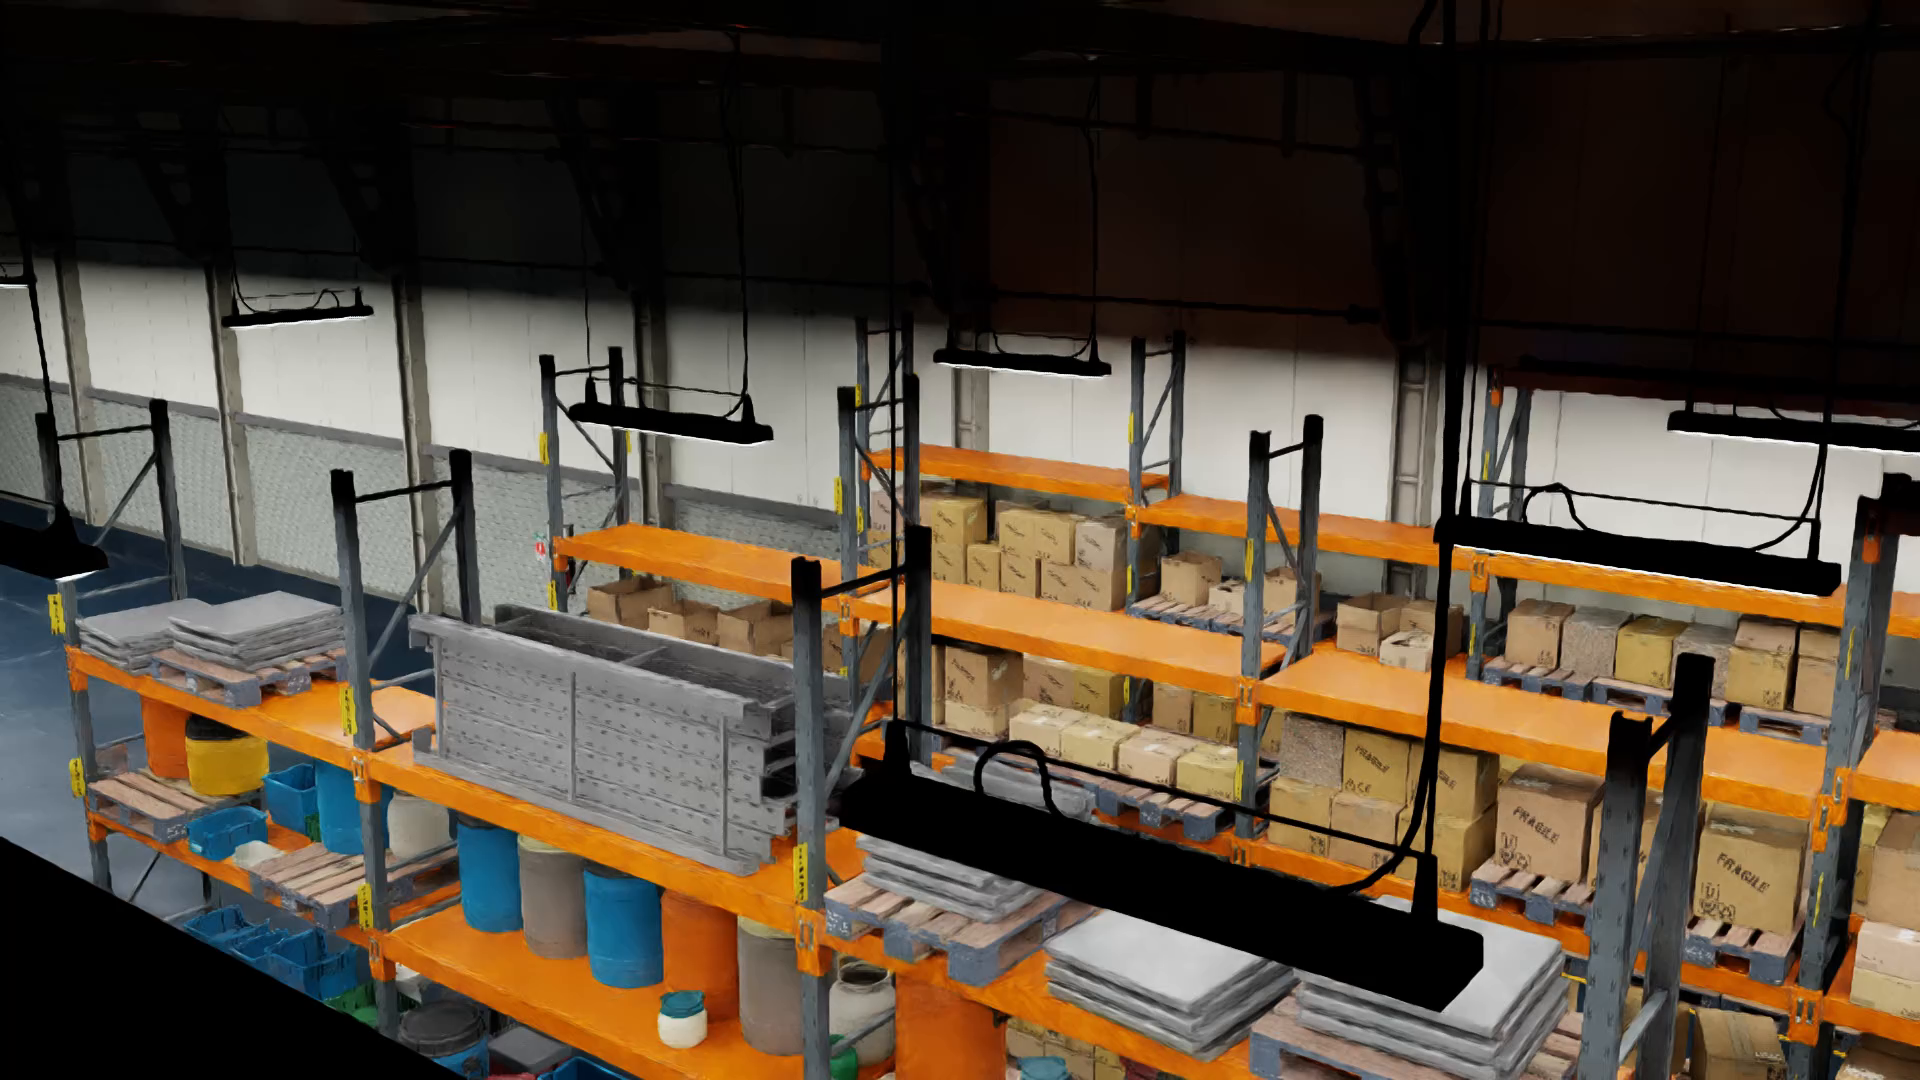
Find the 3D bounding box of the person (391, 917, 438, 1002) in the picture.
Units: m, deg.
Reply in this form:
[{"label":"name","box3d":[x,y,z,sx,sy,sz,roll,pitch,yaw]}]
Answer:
[{"label":"person","box3d":[-5.000,3.882,14.950,1.080,1.579,0.482,9,16,35]}]
